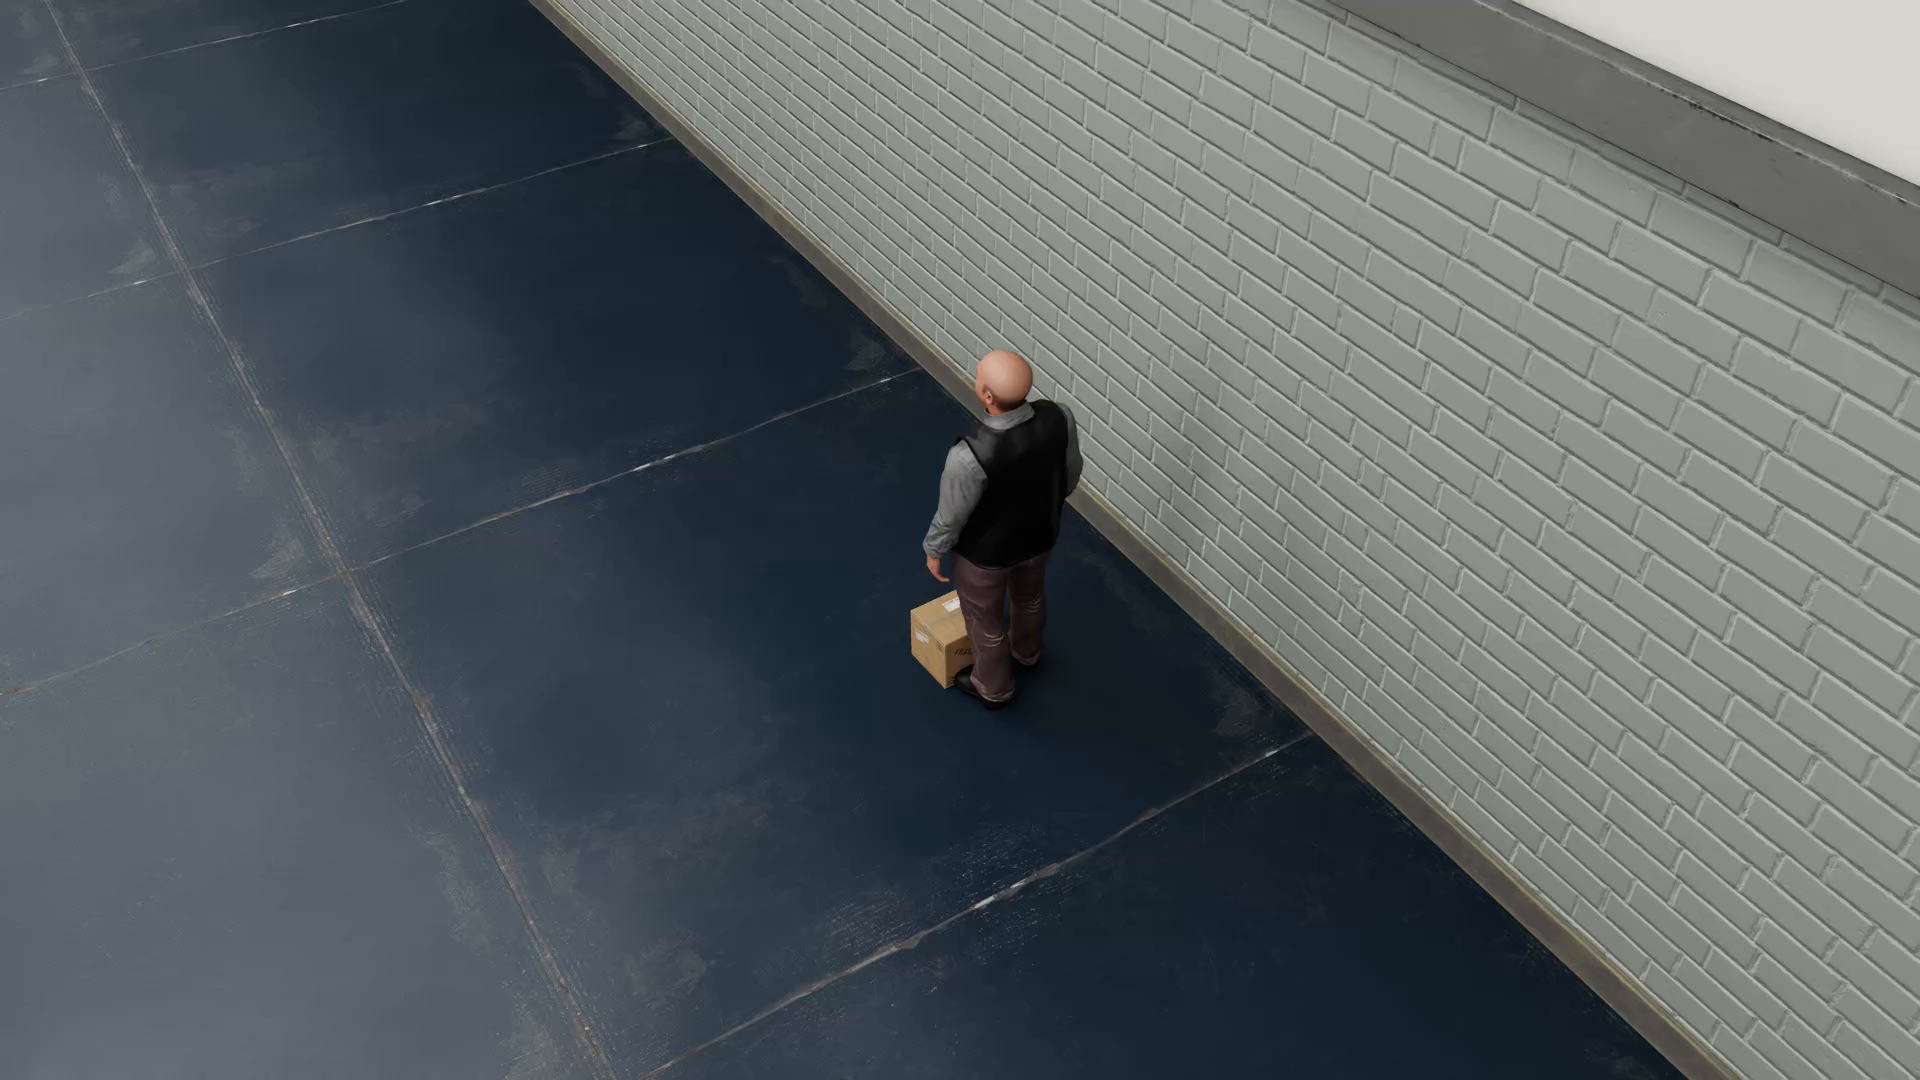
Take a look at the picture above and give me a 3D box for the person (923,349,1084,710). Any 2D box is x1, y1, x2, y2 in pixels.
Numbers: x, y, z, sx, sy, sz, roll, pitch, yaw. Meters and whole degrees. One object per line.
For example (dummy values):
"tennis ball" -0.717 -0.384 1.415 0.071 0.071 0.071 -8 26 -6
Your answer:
"person" 0.119 -0.049 6.222 0.633 1.722 0.565 -22 45 -24
